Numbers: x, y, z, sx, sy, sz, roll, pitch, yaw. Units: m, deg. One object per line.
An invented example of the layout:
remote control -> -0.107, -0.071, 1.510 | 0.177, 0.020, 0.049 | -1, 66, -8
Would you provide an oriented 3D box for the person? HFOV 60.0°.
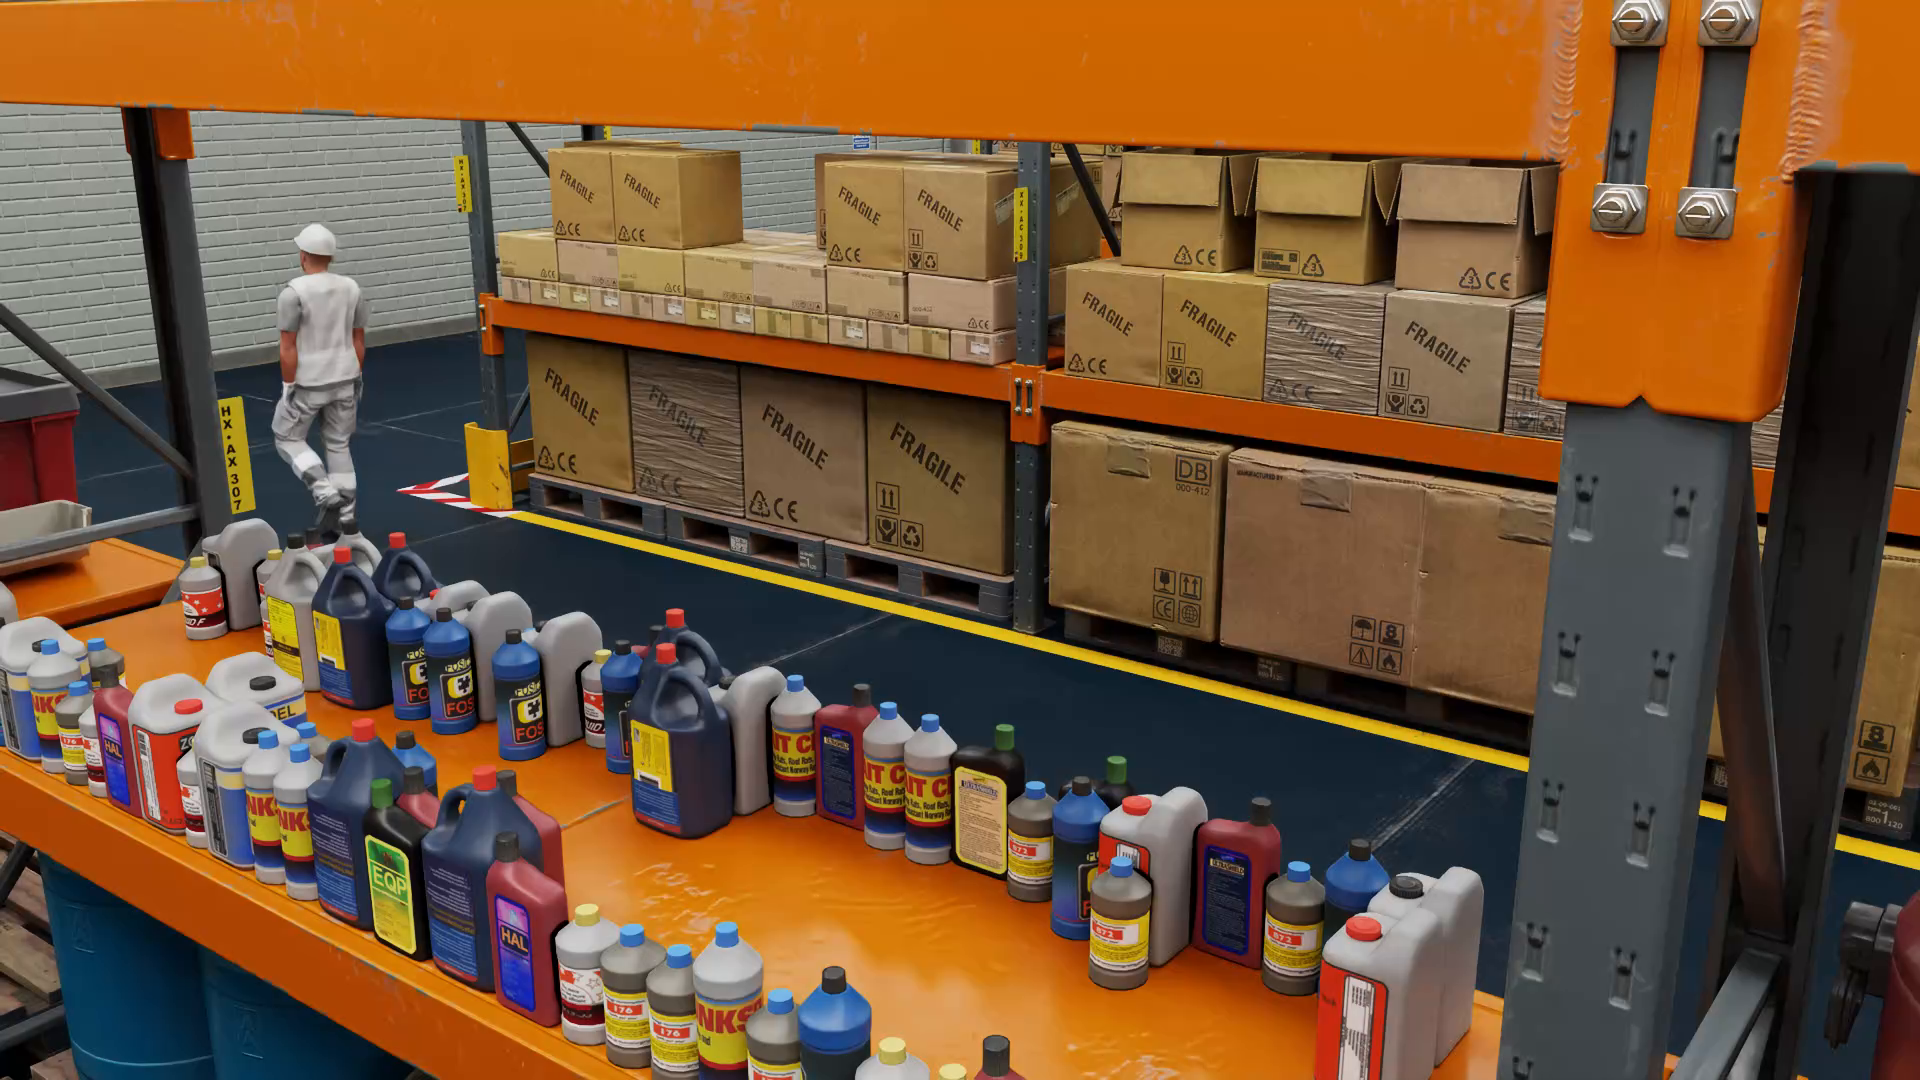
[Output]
person -> -3.618, -0.896, 9.451 | 0.503, 1.780, 0.548 | 14, 21, 39
